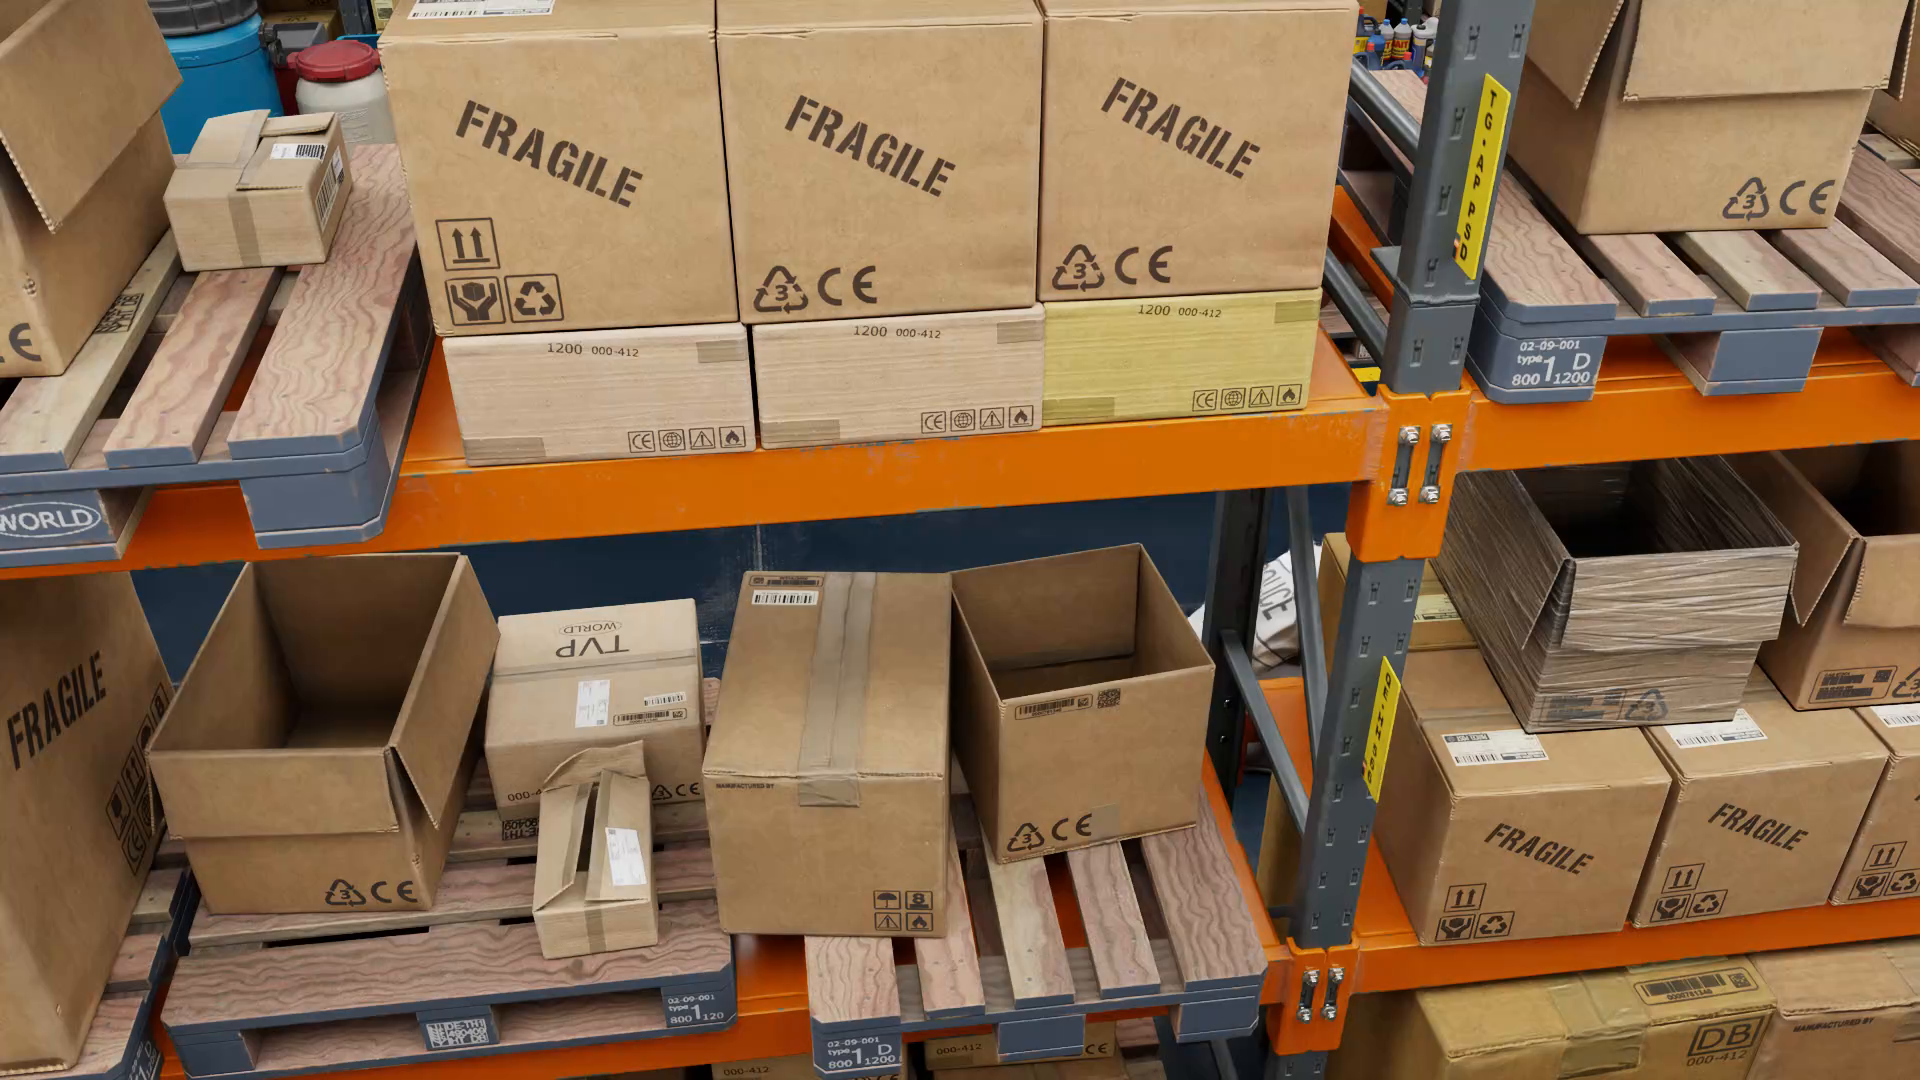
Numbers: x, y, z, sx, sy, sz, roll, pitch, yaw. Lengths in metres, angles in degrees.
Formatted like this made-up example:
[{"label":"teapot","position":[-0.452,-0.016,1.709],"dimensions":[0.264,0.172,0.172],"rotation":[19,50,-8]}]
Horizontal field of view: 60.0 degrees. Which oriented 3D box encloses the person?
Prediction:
[{"label":"person","position":[1.269,0.392,6.231],"dimensions":[0.862,0.930,0.480],"rotation":[-5,35,-6]}]
